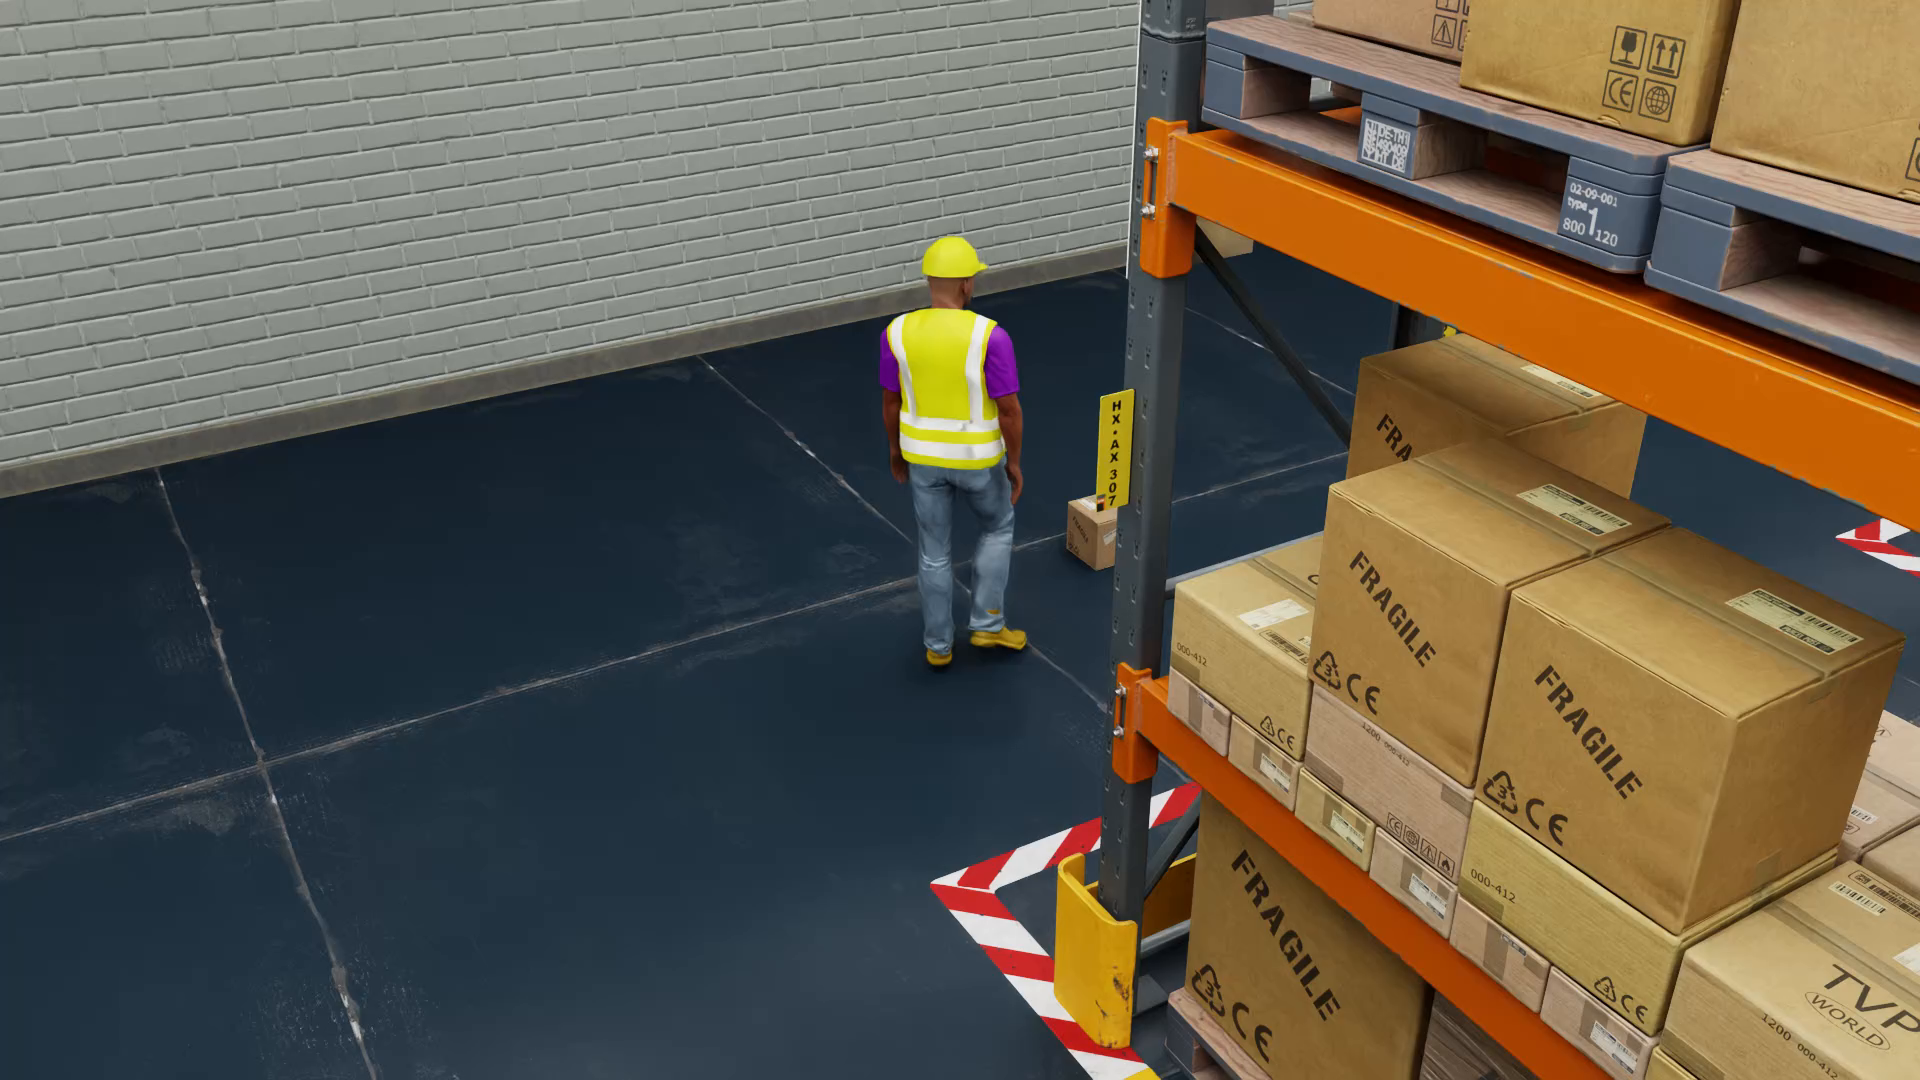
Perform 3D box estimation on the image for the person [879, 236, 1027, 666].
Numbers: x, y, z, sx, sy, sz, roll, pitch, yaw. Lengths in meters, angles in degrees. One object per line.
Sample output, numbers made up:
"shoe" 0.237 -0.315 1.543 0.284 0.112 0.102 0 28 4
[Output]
"person" -0.027 -0.332 6.676 0.606 1.777 0.475 5 29 10
